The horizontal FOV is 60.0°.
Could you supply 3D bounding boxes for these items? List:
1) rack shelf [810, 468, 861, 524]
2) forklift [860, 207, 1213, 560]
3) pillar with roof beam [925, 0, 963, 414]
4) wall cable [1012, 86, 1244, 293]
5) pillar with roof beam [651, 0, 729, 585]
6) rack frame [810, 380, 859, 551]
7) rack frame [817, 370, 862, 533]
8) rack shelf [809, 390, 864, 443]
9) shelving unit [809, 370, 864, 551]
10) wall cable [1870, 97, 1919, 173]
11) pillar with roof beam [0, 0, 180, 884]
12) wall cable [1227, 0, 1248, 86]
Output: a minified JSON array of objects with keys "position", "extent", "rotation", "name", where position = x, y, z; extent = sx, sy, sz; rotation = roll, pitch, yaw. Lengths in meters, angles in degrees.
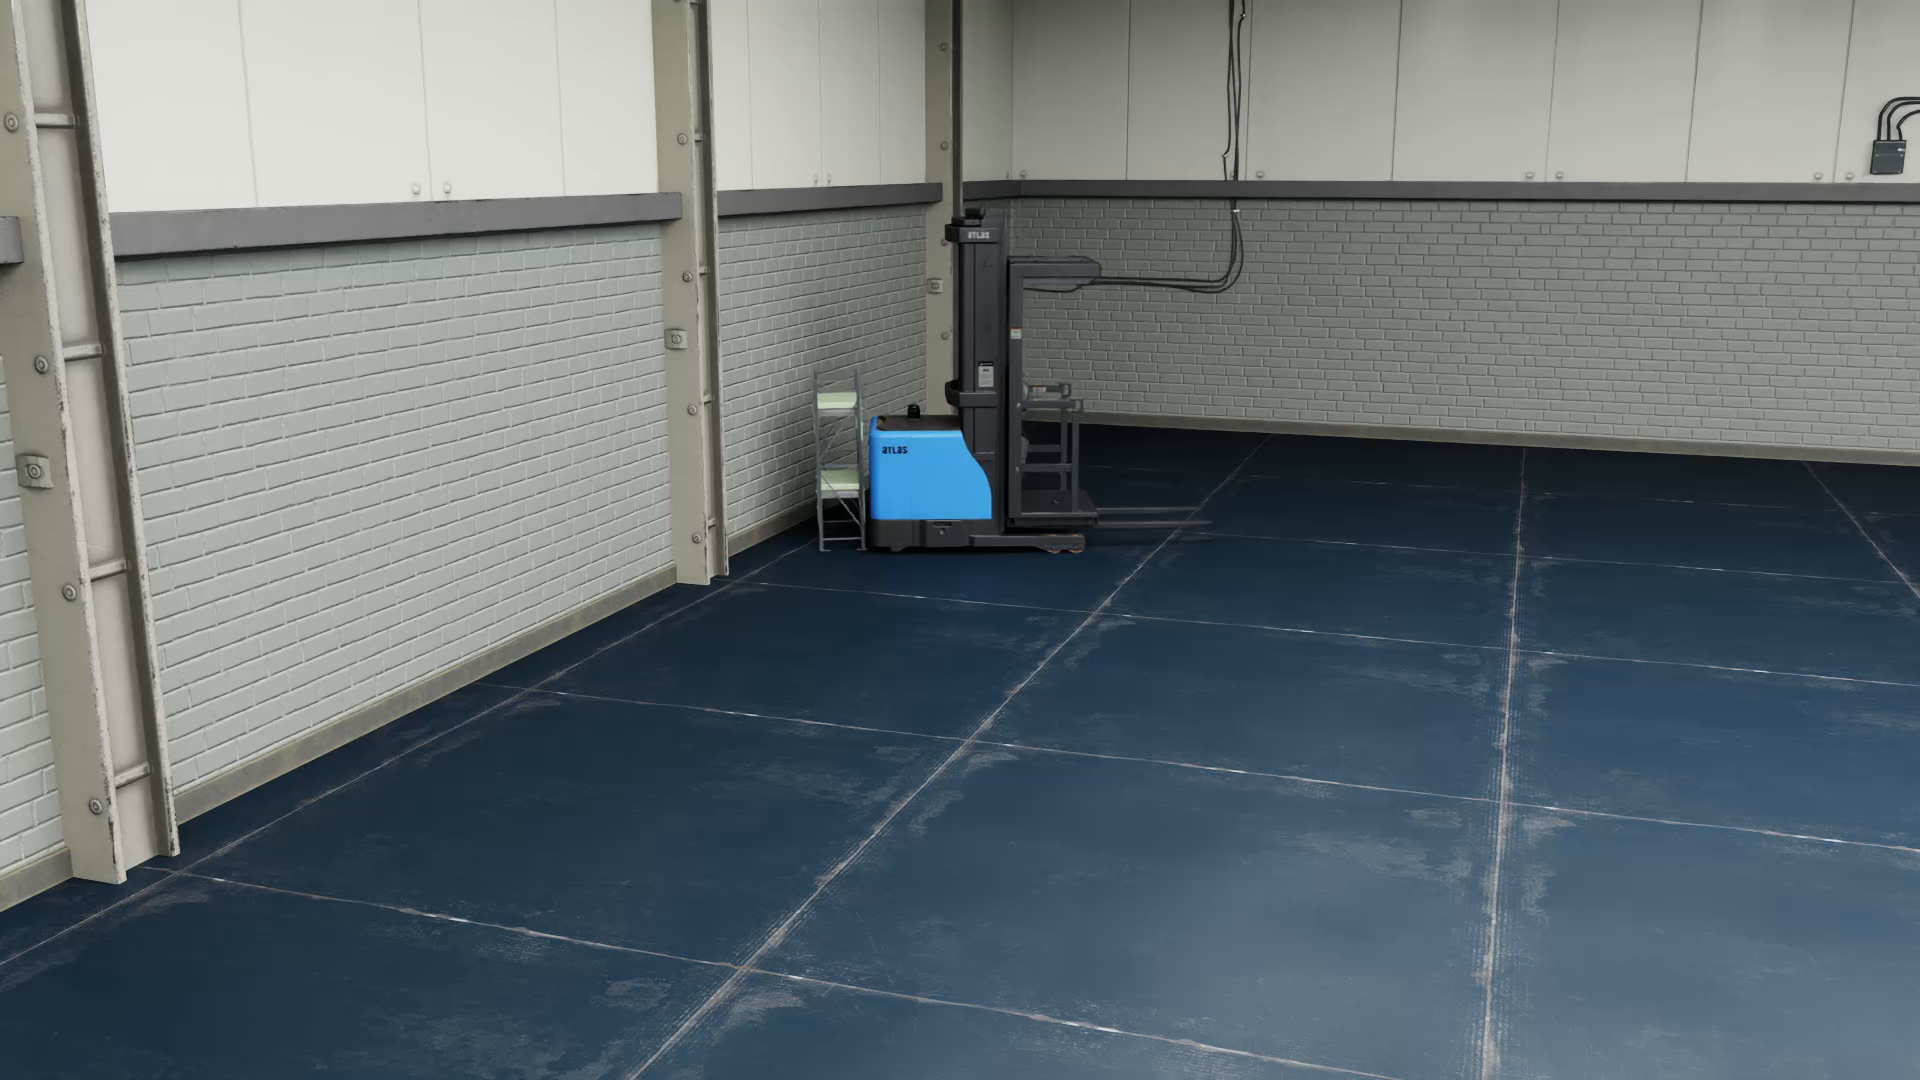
[{"position":[-1.085,-0.398,14.827],"extent":[0.431,0.370,0.720],"rotation":[0,13,0],"name":"rack shelf"},{"position":[0.689,-1.387,14.479],"extent":[3.031,2.935,1.130],"rotation":[3,13,14],"name":"forklift"},{"position":[3.896,-5.029,16.799],"extent":[9.100,9.000,0.400],"rotation":[4,14,18],"name":"pillar with roof beam"},{"position":[2.027,-4.350,20.803],"extent":[3.097,2.526,0.112],"rotation":[4,14,18],"name":"wall cable"},{"position":[1.955,-3.766,11.264],"extent":[9.100,9.000,0.400],"rotation":[4,14,18],"name":"pillar with roof beam"},{"position":[-1.086,-0.635,14.397],"extent":[0.400,1.500,0.023],"rotation":[0,13,0],"name":"rack frame"},{"position":[-1.084,-0.797,15.111],"extent":[0.400,1.500,0.023],"rotation":[0,13,0],"name":"rack frame"},{"position":[-1.085,-1.096,14.667],"extent":[0.431,0.370,0.720],"rotation":[0,13,0],"name":"rack shelf"},{"position":[-1.085,-0.716,14.754],"extent":[0.431,1.500,0.755],"rotation":[0,13,0],"name":"shelving unit"},{"position":[11.005,-6.835,17.070],"extent":[2.305,6.003,0.169],"rotation":[4,14,18],"name":"wall cable"},{"position":[0.014,-2.502,5.729],"extent":[9.100,9.000,0.400],"rotation":[4,14,18],"name":"pillar with roof beam"},{"position":[4.587,-6.618,19.387],"extent":[3.097,2.526,0.112],"rotation":[4,14,18],"name":"wall cable"}]
